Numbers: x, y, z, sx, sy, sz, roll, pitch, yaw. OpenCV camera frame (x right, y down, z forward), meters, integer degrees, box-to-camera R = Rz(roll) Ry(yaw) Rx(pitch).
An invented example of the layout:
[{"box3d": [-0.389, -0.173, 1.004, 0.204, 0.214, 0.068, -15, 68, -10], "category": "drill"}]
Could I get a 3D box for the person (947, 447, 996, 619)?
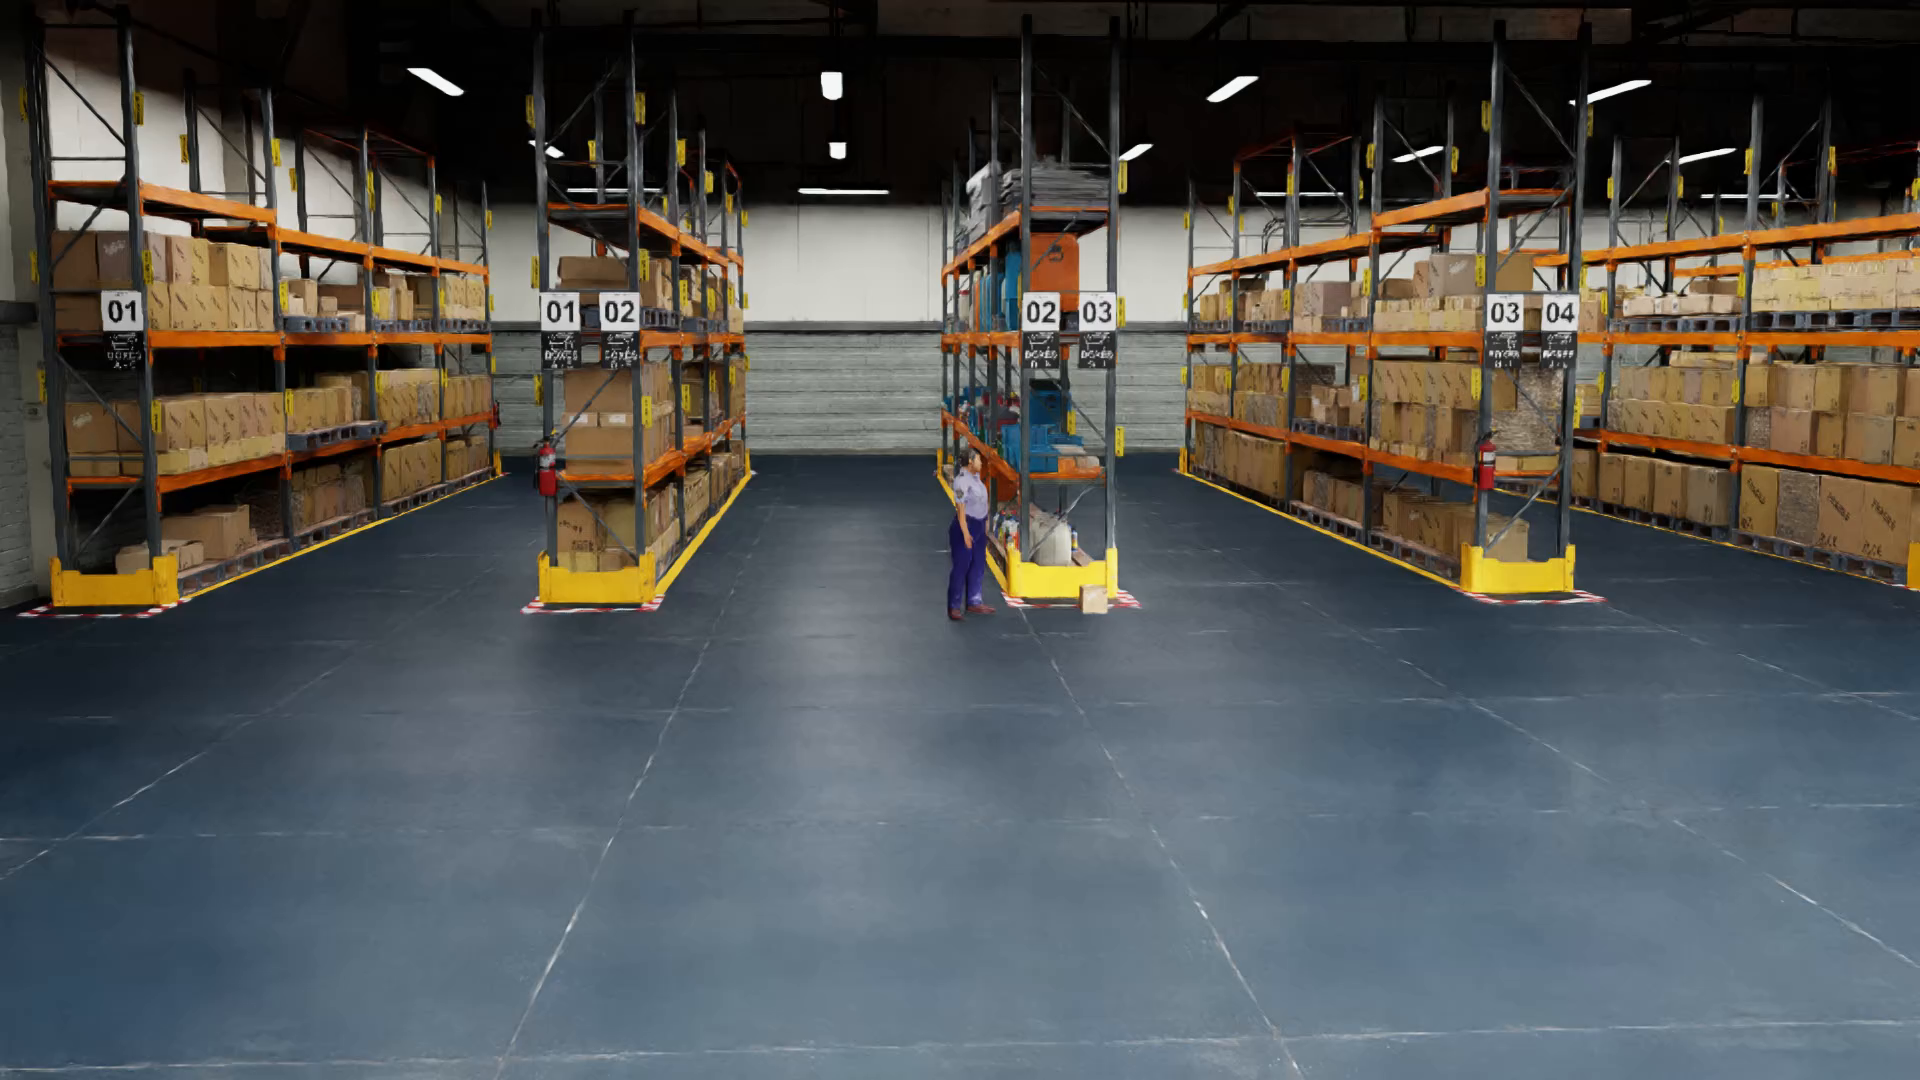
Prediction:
[{"box3d": [0.088, -0.075, 16.292, 0.373, 1.642, 0.602, 3, 8, 23], "category": "person"}]
